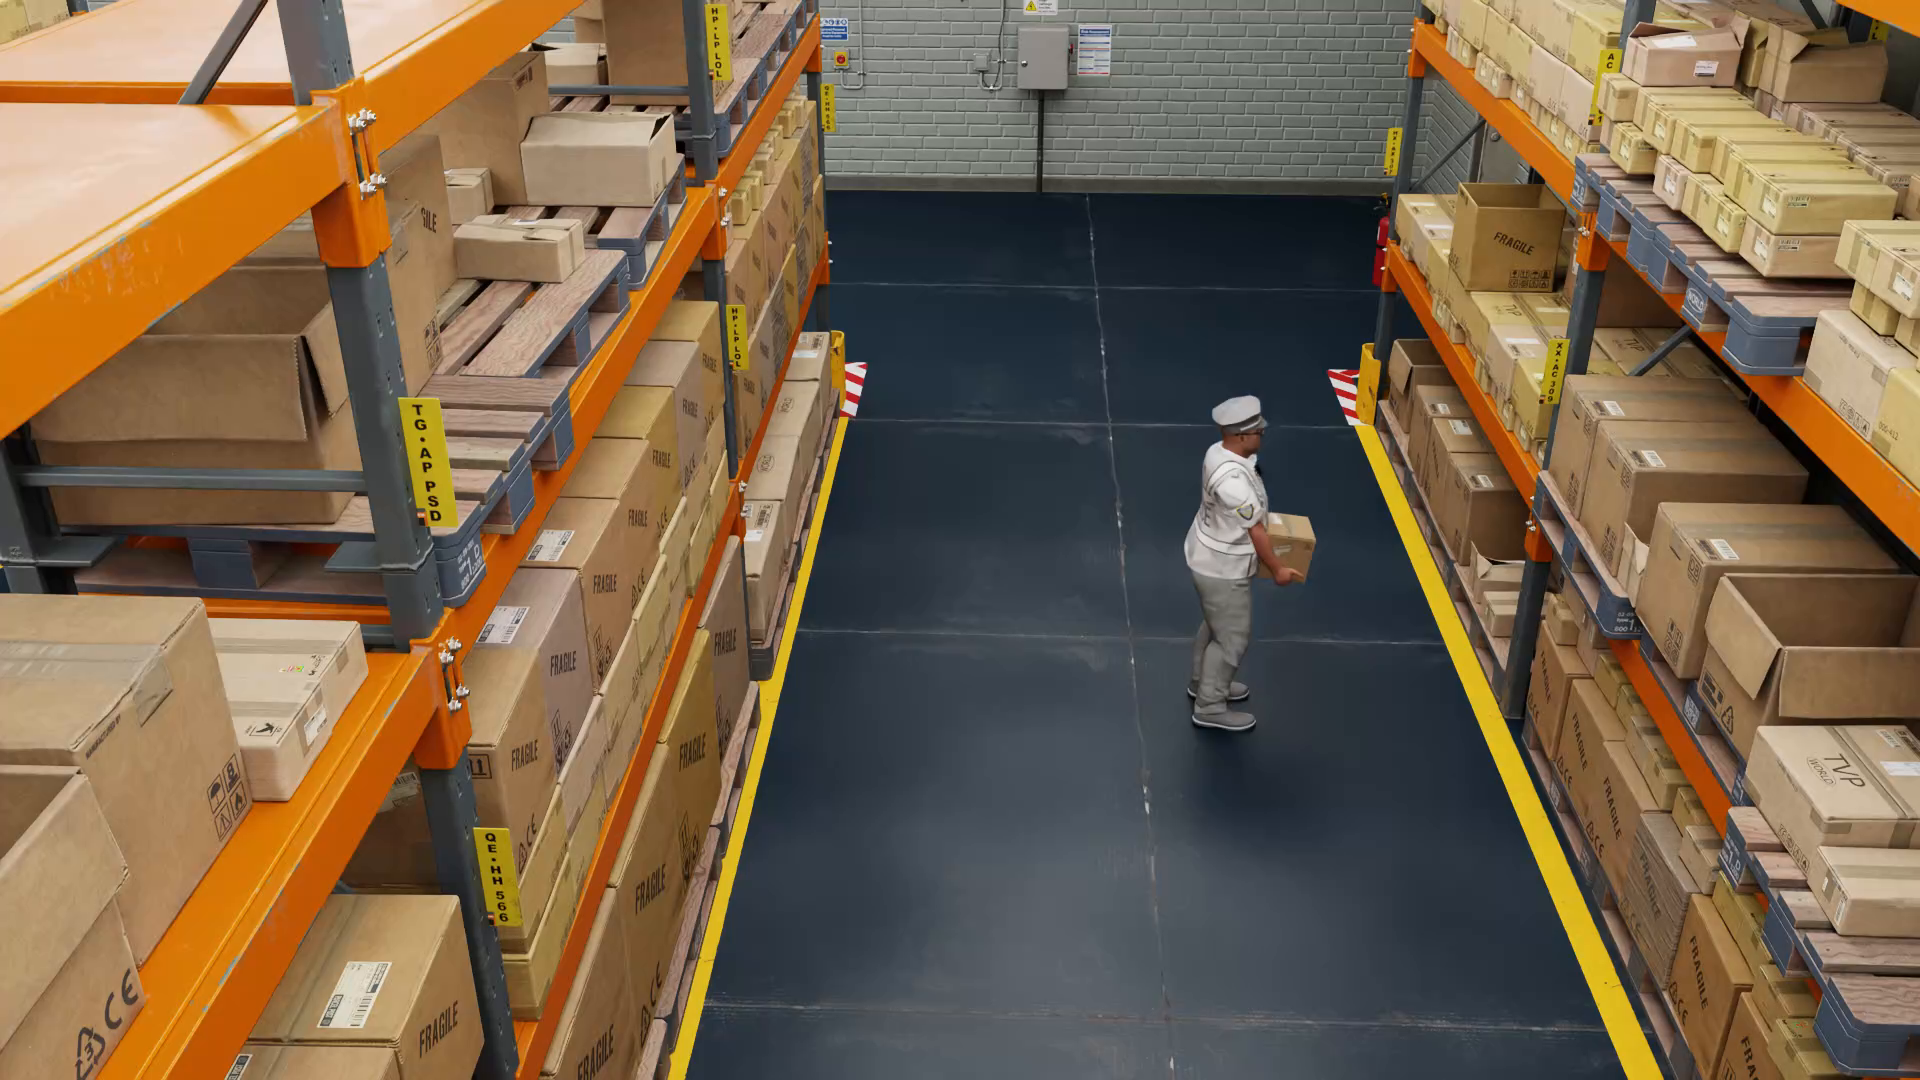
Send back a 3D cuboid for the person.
[{"bbox_3d":[1.422,0.108,8.397,0.574,1.770,0.490,1,28,1],"label":"person"}]
